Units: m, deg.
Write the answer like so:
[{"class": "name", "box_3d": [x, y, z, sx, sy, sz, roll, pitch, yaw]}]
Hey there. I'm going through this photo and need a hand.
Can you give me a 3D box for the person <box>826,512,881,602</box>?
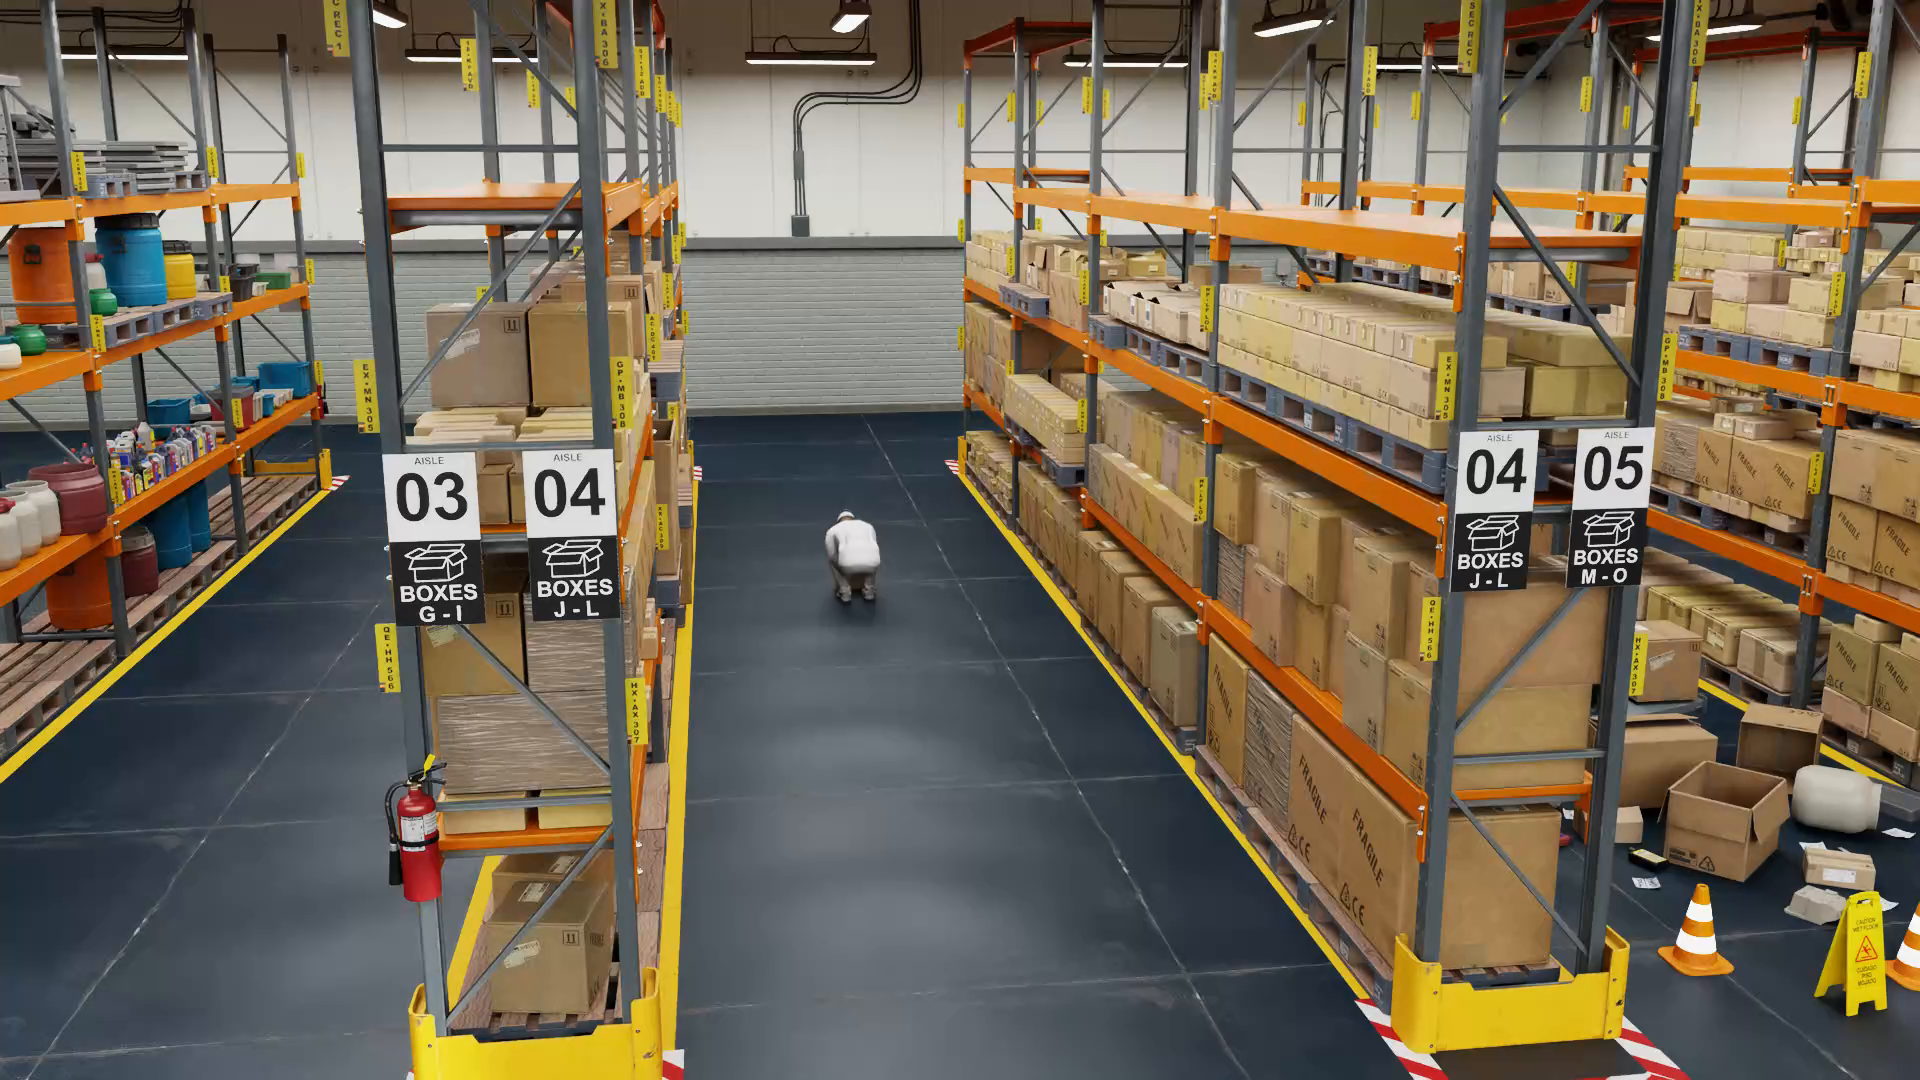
[{"class": "person", "box_3d": [-1.121, 0.214, 17.325, 0.534, 0.887, 0.934, -2, 13, -9]}]
